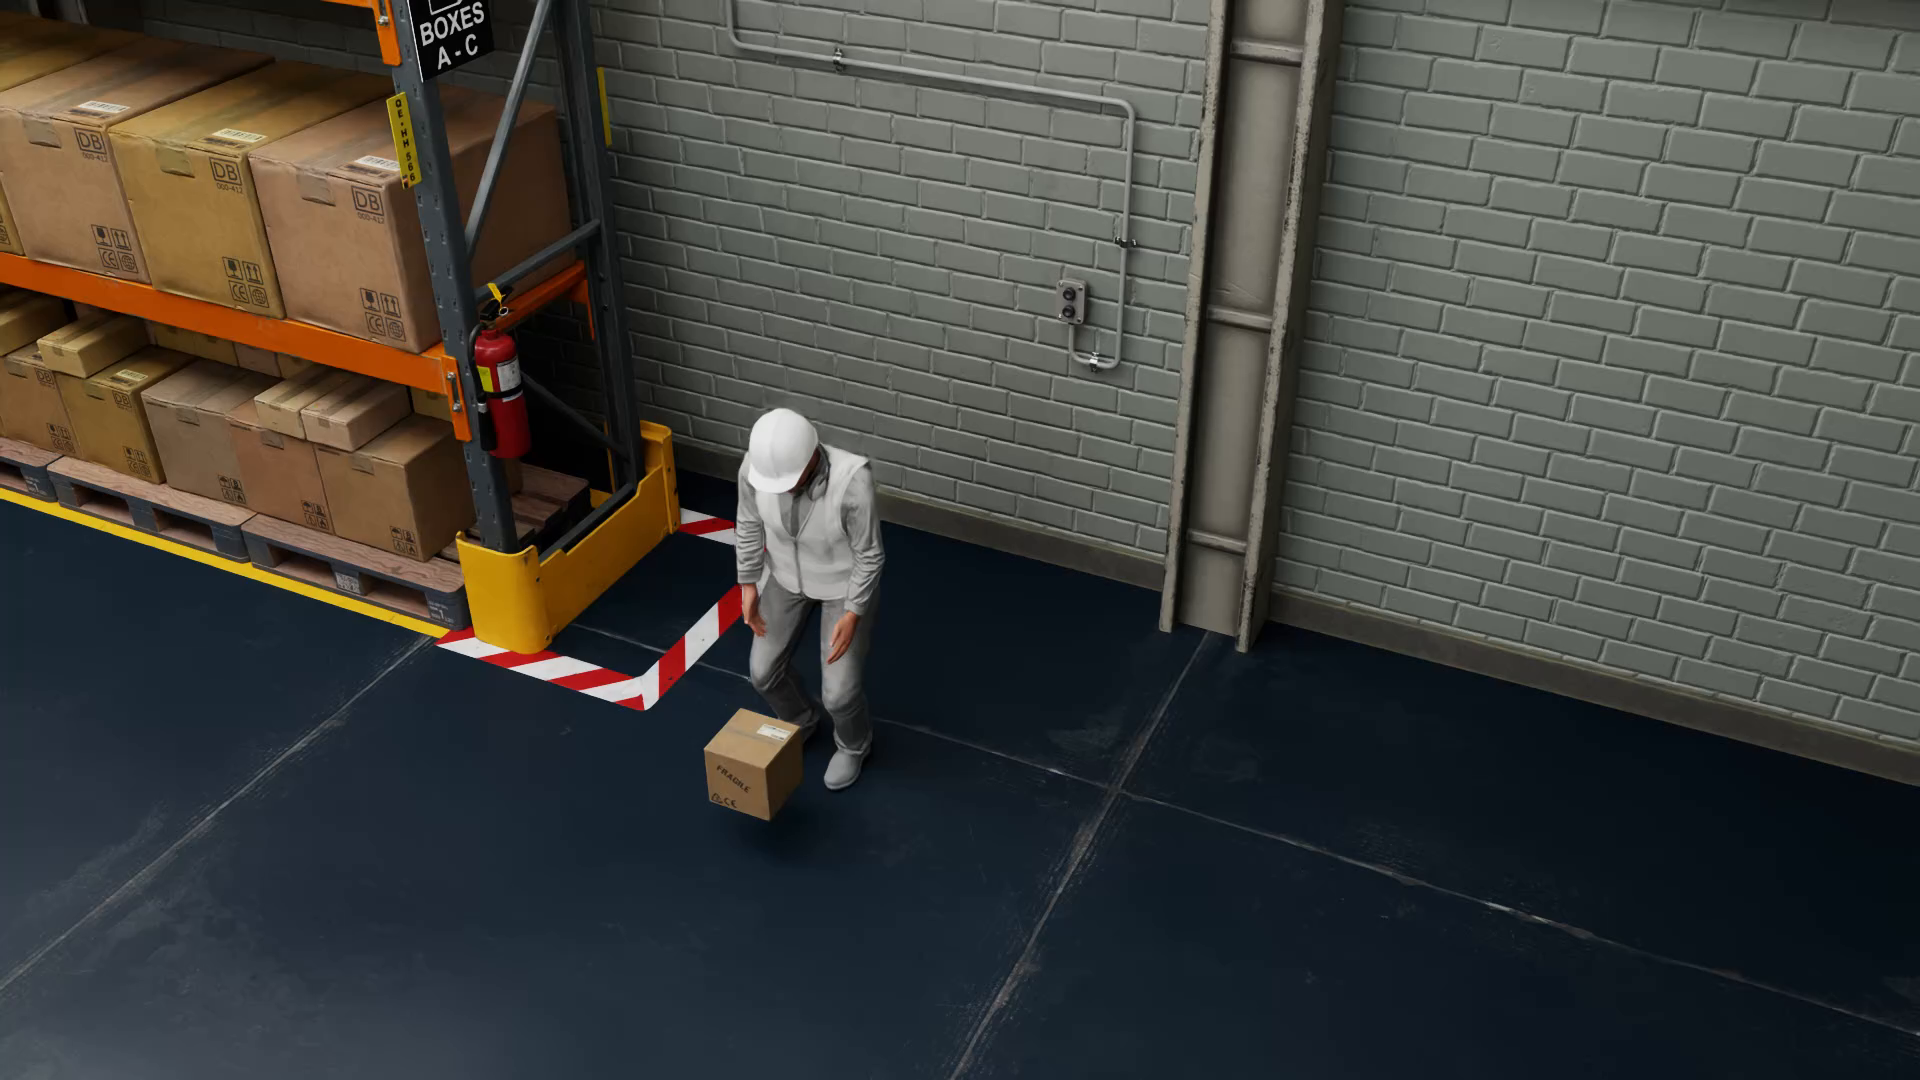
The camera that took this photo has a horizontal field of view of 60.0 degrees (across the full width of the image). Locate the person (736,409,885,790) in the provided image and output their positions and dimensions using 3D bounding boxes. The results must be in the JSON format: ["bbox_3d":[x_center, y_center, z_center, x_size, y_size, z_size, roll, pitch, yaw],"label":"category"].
[{"bbox_3d":[-0.519,0.178,5.988,0.581,1.628,0.604,15,36,21],"label":"person"}]
